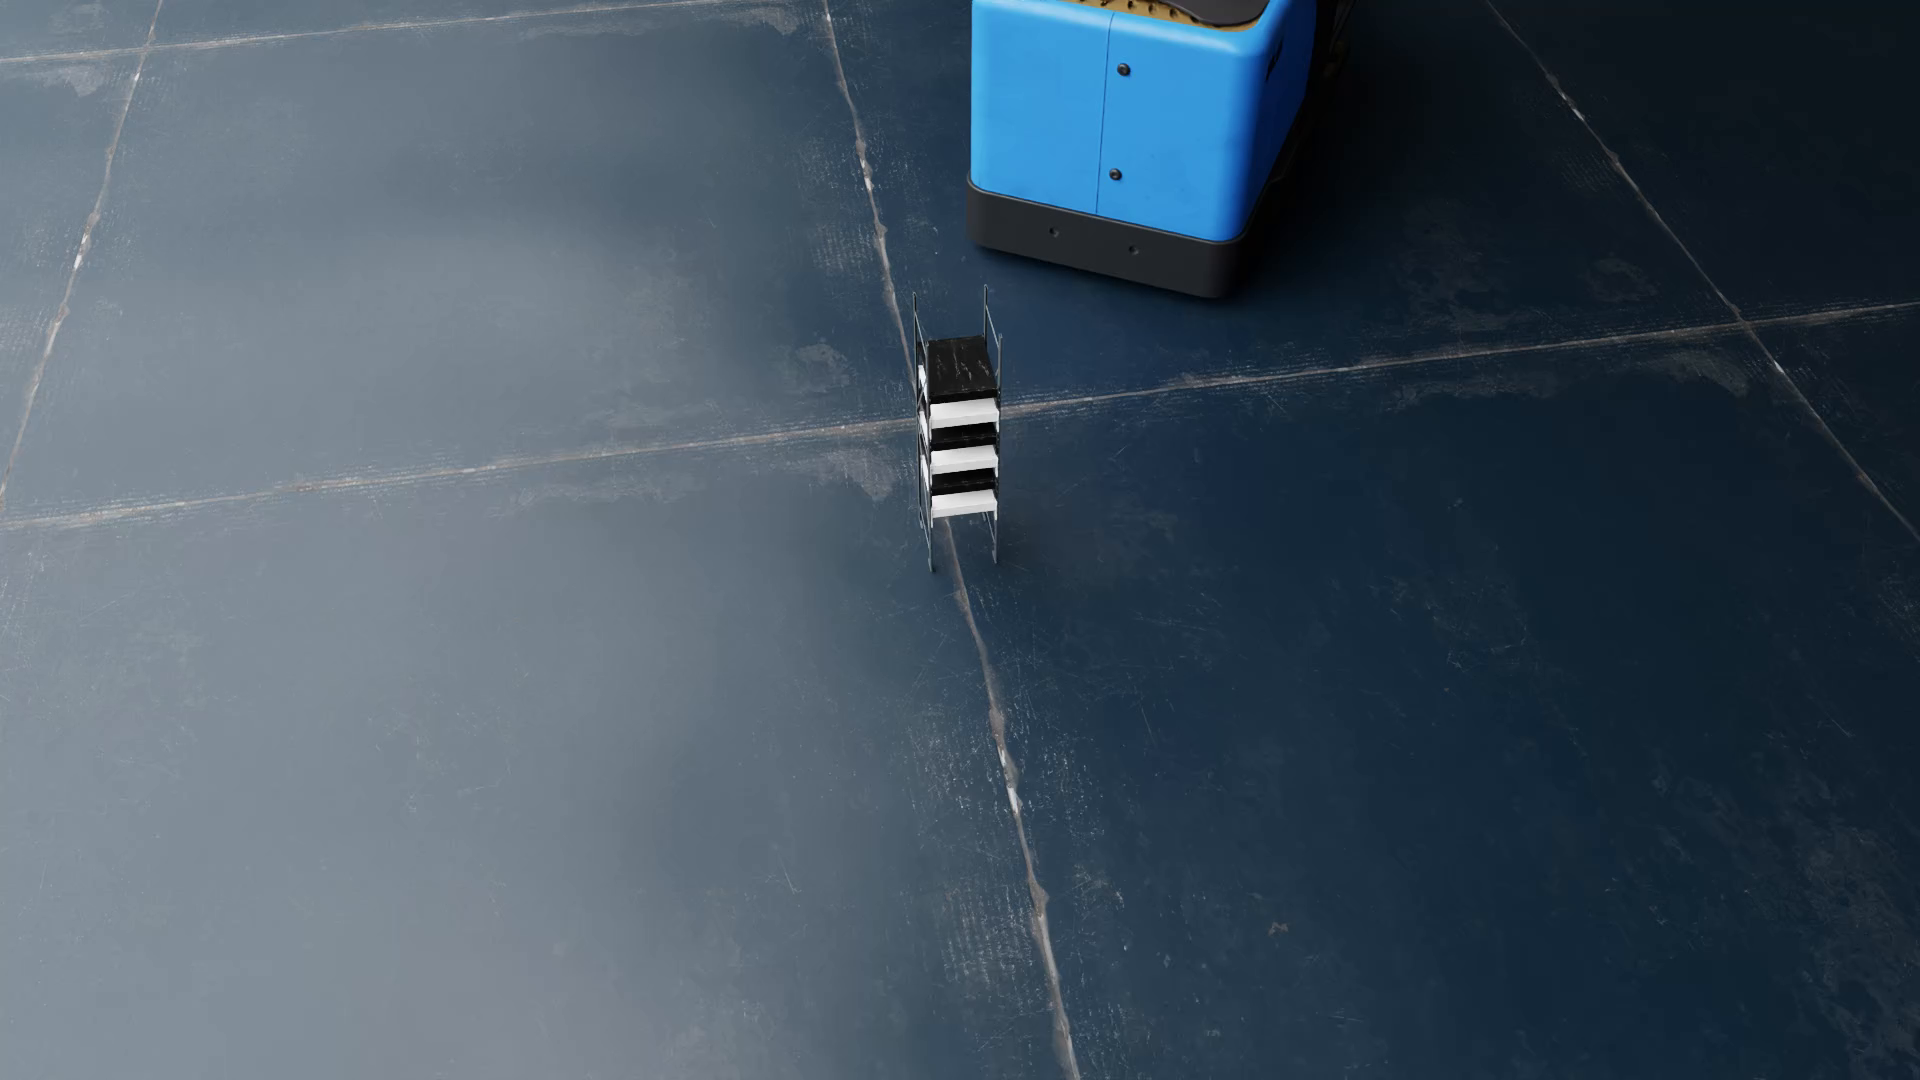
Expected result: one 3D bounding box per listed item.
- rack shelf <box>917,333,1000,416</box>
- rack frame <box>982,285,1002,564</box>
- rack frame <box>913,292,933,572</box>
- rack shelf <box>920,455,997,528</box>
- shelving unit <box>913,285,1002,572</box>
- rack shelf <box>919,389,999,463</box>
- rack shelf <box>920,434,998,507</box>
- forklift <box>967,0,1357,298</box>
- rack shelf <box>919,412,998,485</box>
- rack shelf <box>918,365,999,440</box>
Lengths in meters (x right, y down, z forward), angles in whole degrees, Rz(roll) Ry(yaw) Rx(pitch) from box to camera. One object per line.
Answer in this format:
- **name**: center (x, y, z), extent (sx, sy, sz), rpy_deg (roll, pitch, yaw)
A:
- **rack shelf**: center (-0.008, -0.475, 4.755), extent (0.200, 0.077, 0.258), rpy_deg (-7, 46, -7)
- **rack frame**: center (0.092, -0.324, 4.937), extent (0.006, 0.900, 0.240), rpy_deg (-7, 46, -7)
- **rack frame**: center (-0.108, -0.299, 4.913), extent (0.006, 0.900, 0.240), rpy_deg (-7, 46, -7)
- **rack shelf**: center (-0.008, -0.163, 5.079), extent (0.200, 0.077, 0.258), rpy_deg (-7, 46, -7)
- **shelving unit**: center (-0.008, -0.311, 4.925), extent (0.210, 0.900, 0.258), rpy_deg (-7, 46, -7)
- **rack shelf**: center (-0.008, -0.351, 4.884), extent (0.200, 0.077, 0.258), rpy_deg (-7, 46, -7)
- **rack shelf**: center (-0.008, -0.226, 5.014), extent (0.200, 0.077, 0.258), rpy_deg (-7, 46, -7)
- **forklift**: center (1.032, -2.966, 6.073), extent (1.130, 2.935, 3.031), rpy_deg (16, 48, 15)
- **rack shelf**: center (-0.008, -0.288, 4.949), extent (0.200, 0.077, 0.258), rpy_deg (-7, 46, -7)
- **rack shelf**: center (-0.008, -0.413, 4.819), extent (0.200, 0.077, 0.258), rpy_deg (-7, 46, -7)
